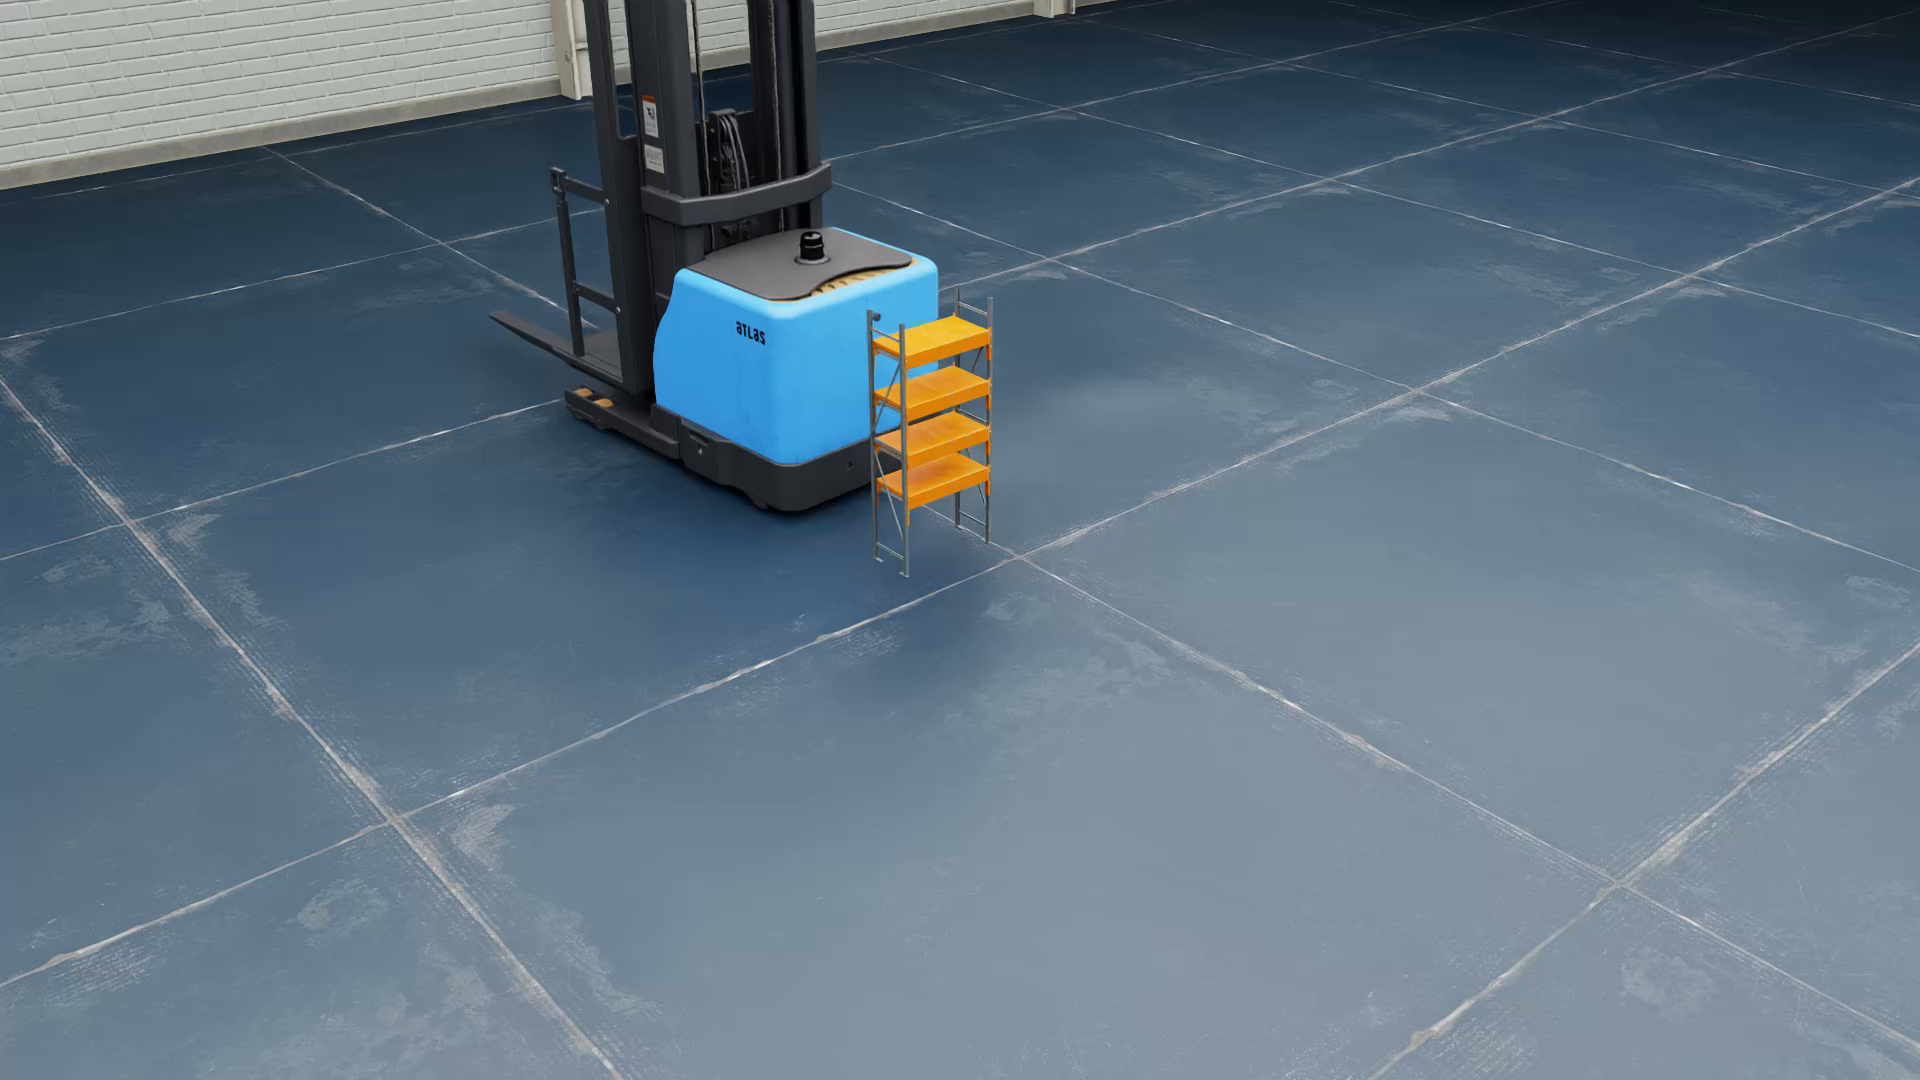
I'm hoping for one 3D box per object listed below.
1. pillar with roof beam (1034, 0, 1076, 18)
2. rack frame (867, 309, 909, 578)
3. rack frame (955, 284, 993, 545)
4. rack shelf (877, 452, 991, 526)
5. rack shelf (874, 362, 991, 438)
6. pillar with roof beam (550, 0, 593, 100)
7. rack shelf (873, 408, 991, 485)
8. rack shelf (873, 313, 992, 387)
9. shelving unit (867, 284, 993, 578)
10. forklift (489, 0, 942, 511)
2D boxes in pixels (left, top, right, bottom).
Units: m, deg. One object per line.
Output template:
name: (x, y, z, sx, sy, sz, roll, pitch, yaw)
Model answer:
pillar with roof beam: (3.865, -8.440, 13.996, 0.400, 9.000, 9.100, -22, 35, -35)
rack frame: (-0.312, -0.404, 7.233, 0.015, 1.200, 0.240, -22, 35, -35)
rack frame: (0.060, -0.553, 7.512, 0.015, 1.200, 0.240, -22, 35, -35)
rack shelf: (-0.126, -0.244, 7.498, 0.480, 0.148, 0.258, -22, 35, -35)
rack shelf: (-0.126, -0.616, 7.299, 0.480, 0.148, 0.258, -22, 35, -35)
pillar with roof beam: (-0.700, -6.605, 10.562, 0.400, 9.000, 9.100, -22, 35, -35)
rack shelf: (-0.126, -0.419, 7.404, 0.480, 0.148, 0.258, -22, 35, -35)
rack shelf: (-0.126, -0.825, 7.187, 0.480, 0.148, 0.258, -22, 35, -35)
shelving unit: (-0.126, -0.479, 7.372, 0.503, 1.200, 0.258, -22, 35, -35)
forklift: (-1.478, -2.027, 8.432, 1.130, 2.935, 3.031, -25, 37, -38)
